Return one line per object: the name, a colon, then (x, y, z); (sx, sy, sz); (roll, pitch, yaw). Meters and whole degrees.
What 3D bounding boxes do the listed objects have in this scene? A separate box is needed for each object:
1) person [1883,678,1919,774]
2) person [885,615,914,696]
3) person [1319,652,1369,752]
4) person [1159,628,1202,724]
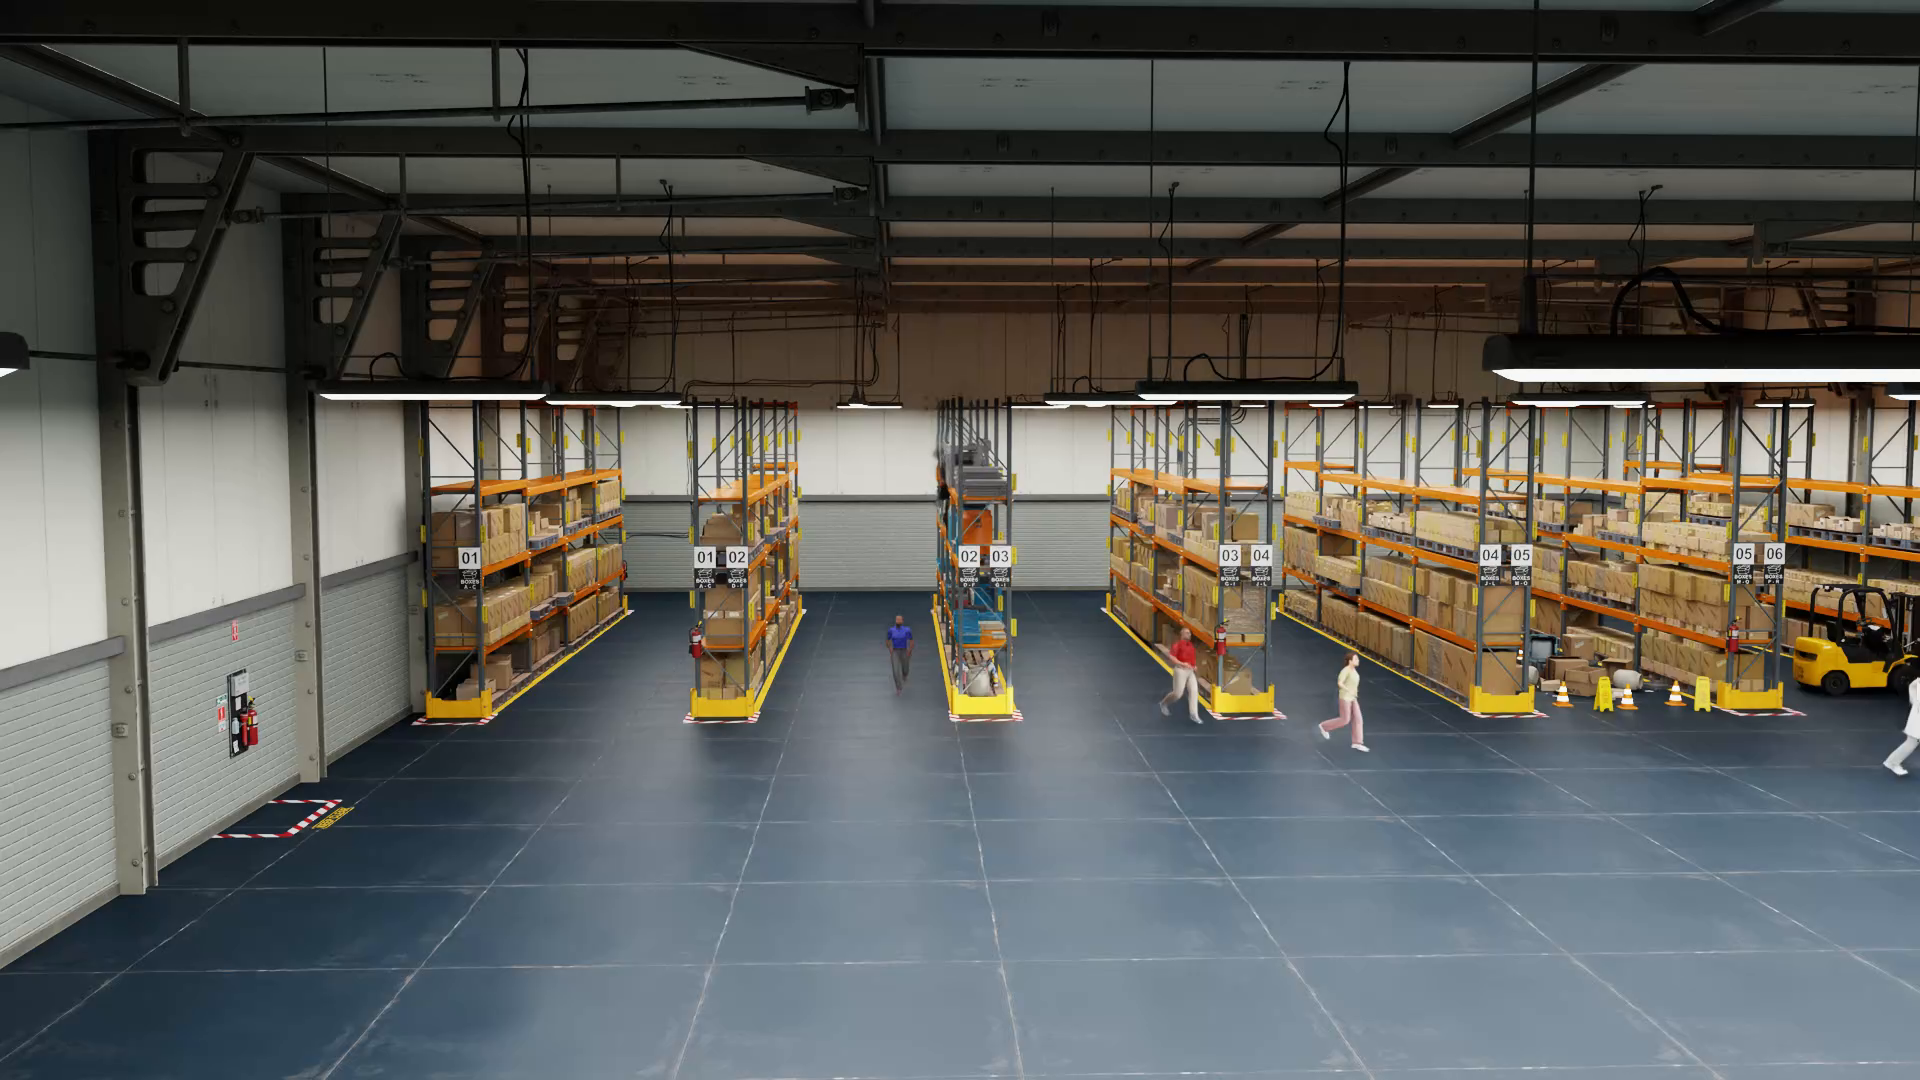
person: (14.927, 2.947, 25.898); (0.932, 1.624, 0.746); (4, 6, 41)
person: (-1.233, 2.329, 33.851); (0.589, 1.609, 0.709); (0, 4, -2)
person: (6.561, 2.721, 28.290); (0.915, 1.660, 0.602); (3, 5, 34)
person: (4.172, 2.487, 30.779); (0.696, 1.729, 0.934); (-4, 6, -39)
